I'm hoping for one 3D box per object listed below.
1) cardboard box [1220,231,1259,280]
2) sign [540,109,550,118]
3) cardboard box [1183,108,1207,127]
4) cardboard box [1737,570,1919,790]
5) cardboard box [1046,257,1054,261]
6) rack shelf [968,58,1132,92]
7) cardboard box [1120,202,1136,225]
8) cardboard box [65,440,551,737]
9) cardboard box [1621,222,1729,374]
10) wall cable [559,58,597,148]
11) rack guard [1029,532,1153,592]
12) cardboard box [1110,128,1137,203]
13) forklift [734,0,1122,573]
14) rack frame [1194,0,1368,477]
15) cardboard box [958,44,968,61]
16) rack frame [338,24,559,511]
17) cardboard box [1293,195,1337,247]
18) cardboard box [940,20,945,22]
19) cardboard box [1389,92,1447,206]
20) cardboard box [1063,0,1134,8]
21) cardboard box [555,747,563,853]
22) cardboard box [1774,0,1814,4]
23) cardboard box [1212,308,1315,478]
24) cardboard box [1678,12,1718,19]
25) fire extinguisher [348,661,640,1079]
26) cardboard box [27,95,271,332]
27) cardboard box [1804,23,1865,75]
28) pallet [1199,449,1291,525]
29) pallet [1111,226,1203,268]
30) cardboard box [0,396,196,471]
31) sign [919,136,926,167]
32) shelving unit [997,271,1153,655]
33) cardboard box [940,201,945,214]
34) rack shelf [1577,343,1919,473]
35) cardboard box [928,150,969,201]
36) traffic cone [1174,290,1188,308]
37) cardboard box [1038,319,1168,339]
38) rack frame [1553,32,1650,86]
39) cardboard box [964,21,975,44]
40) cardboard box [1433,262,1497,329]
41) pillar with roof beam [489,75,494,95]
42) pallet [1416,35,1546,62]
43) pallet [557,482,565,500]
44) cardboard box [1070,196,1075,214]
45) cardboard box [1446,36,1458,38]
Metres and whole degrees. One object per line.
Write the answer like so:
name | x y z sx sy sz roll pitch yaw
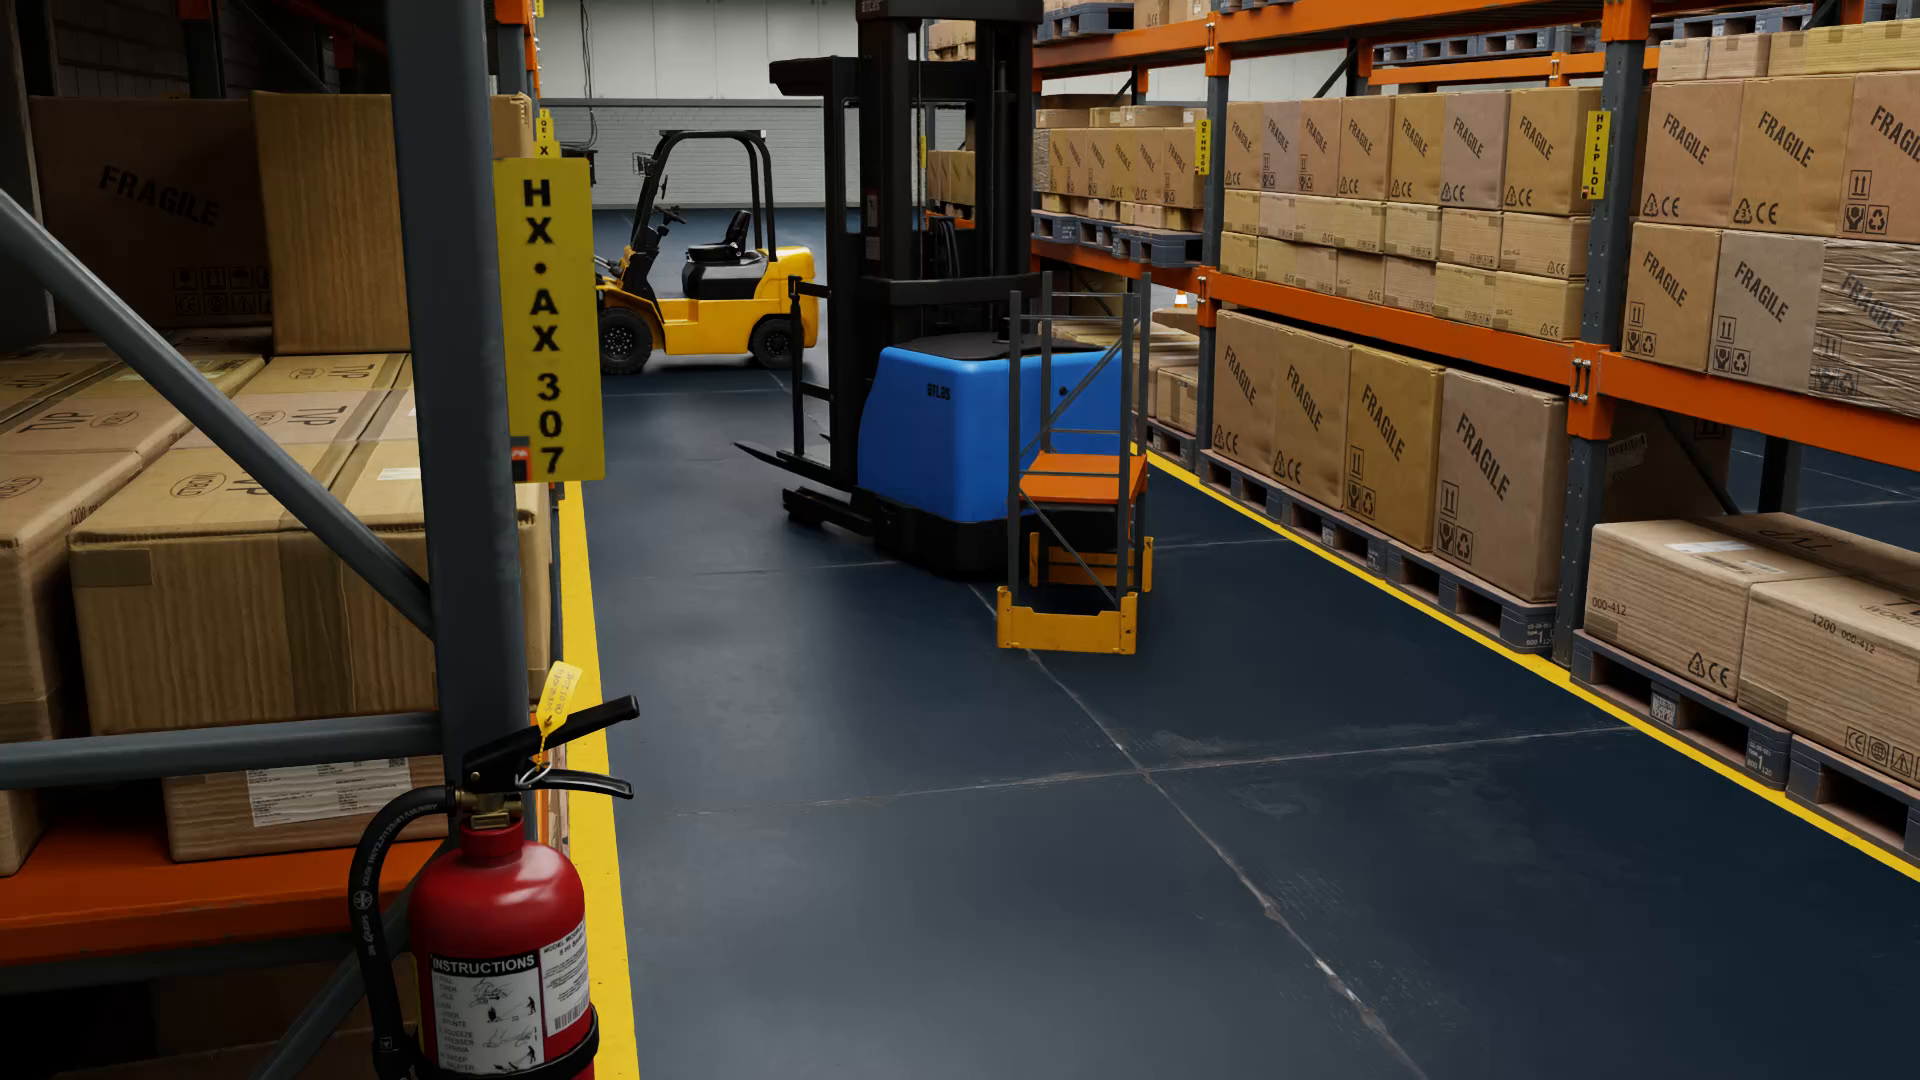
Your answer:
cardboard box | 1.872 -1.691 9.843 0.500 0.250 0.500 -4 14 -14
sign | -4.171 -4.163 16.708 0.100 0.325 0.005 -3 14 -13
cardboard box | 1.652 -3.211 12.663 0.380 0.149 0.250 -4 14 -16
cardboard box | 3.195 0.430 5.360 0.875 0.438 0.875 -4 14 -15
cardboard box | 1.026 -2.725 15.722 0.380 0.149 0.250 -2 14 -10
rack shelf | 0.592 -4.382 15.740 1.077 0.370 4.000 -3 14 -13
cardboard box | 1.330 -2.270 11.542 0.380 0.149 0.250 -3 14 -12
cardboard box | -0.789 0.041 2.128 0.500 0.250 0.500 -3 14 -13
cardboard box | 2.796 -0.894 6.053 0.500 0.500 0.500 -3 14 -11
wall cable | -11.866 -12.328 46.968 3.097 2.526 0.112 -3 14 -13
rack guard | 0.626 0.106 7.968 0.587 0.250 0.087 2 14 10
cardboard box | 1.373 -2.612 11.576 0.500 0.500 0.500 -4 14 -17
forklift | -0.347 -1.564 9.153 1.130 2.935 3.031 -8 16 -31
rack frame | 2.001 -1.891 10.345 1.000 3.000 0.127 -3 14 -13
cardboard box | 0.192 -4.679 15.967 0.380 0.149 0.250 -3 14 -13
rack frame | -2.823 -1.613 9.209 1.000 3.000 0.127 -3 14 -13
cardboard box | 2.106 -1.695 8.807 0.500 0.250 0.500 -3 14 -13
cardboard box | 0.008 -5.365 17.096 0.380 0.149 0.250 -3 14 -14
cardboard box | 2.363 -1.828 7.772 0.500 0.500 0.500 -3 14 -11
cardboard box | 1.069 -4.013 12.142 0.500 0.250 0.500 -3 14 -14
cardboard box | -1.402 0.658 4.297 0.700 0.500 0.500 -4 14 -15
cardboard box | 6.252 -4.081 12.081 0.500 0.311 0.500 -3 14 -13
cardboard box | 2.083 -0.898 9.876 0.875 0.875 0.875 -3 14 -14
cardboard box | 6.354 -4.477 13.831 0.500 0.250 0.500 -3 14 -14
fire extinguisher | -0.460 0.459 1.675 0.296 0.674 0.183 -3 14 -13
cardboard box | -1.792 -0.768 3.859 0.500 0.500 0.500 -4 14 -15
cardboard box | 2.938 -1.554 5.285 0.380 0.149 0.250 -3 14 -14
pallet | 2.113 -0.350 9.914 1.003 0.211 1.213 -3 14 -13
pallet | 1.730 -1.956 11.017 1.213 0.211 1.003 -3 14 -13
cardboard box | -1.430 -0.050 2.499 0.500 0.250 0.500 -3 14 -13
sign | -0.405 -4.126 17.673 0.100 0.325 0.005 -3 14 -13
shelving unit | 0.538 -0.385 7.344 0.587 1.500 1.083 2 14 10
cardboard box | 0.001 -3.524 17.561 0.380 0.149 0.250 -3 14 -13
rack shelf | 3.410 -0.157 4.765 1.077 0.370 4.000 -3 14 -13
cardboard box | -0.036 -3.804 17.342 0.500 0.500 0.500 -4 14 -14
traffic cone | 2.476 -2.617 18.663 0.336 0.463 0.334 -3 14 -13
cardboard box | 1.187 -1.620 13.890 0.950 0.372 0.625 -3 14 -12
rack frame | 5.850 -3.113 15.347 1.000 3.000 0.127 -3 14 -13
cardboard box | 0.337 -4.780 15.542 0.500 0.250 0.500 -3 14 -12
cardboard box | 2.472 -1.102 7.433 0.500 0.250 0.500 -3 14 -14
pillar with roof beam | -8.275 -13.323 44.498 9.100 9.000 0.400 -3 14 -13
pallet | 5.385 -4.997 16.926 1.003 0.211 1.213 -3 14 -13
pallet | -2.978 -0.451 10.326 1.003 0.211 1.213 -3 14 -13
cardboard box | 1.076 -2.631 13.020 0.380 0.149 0.250 -2 14 -10
cardboard box | 5.094 -5.118 16.671 0.380 0.149 0.250 -3 14 -13
